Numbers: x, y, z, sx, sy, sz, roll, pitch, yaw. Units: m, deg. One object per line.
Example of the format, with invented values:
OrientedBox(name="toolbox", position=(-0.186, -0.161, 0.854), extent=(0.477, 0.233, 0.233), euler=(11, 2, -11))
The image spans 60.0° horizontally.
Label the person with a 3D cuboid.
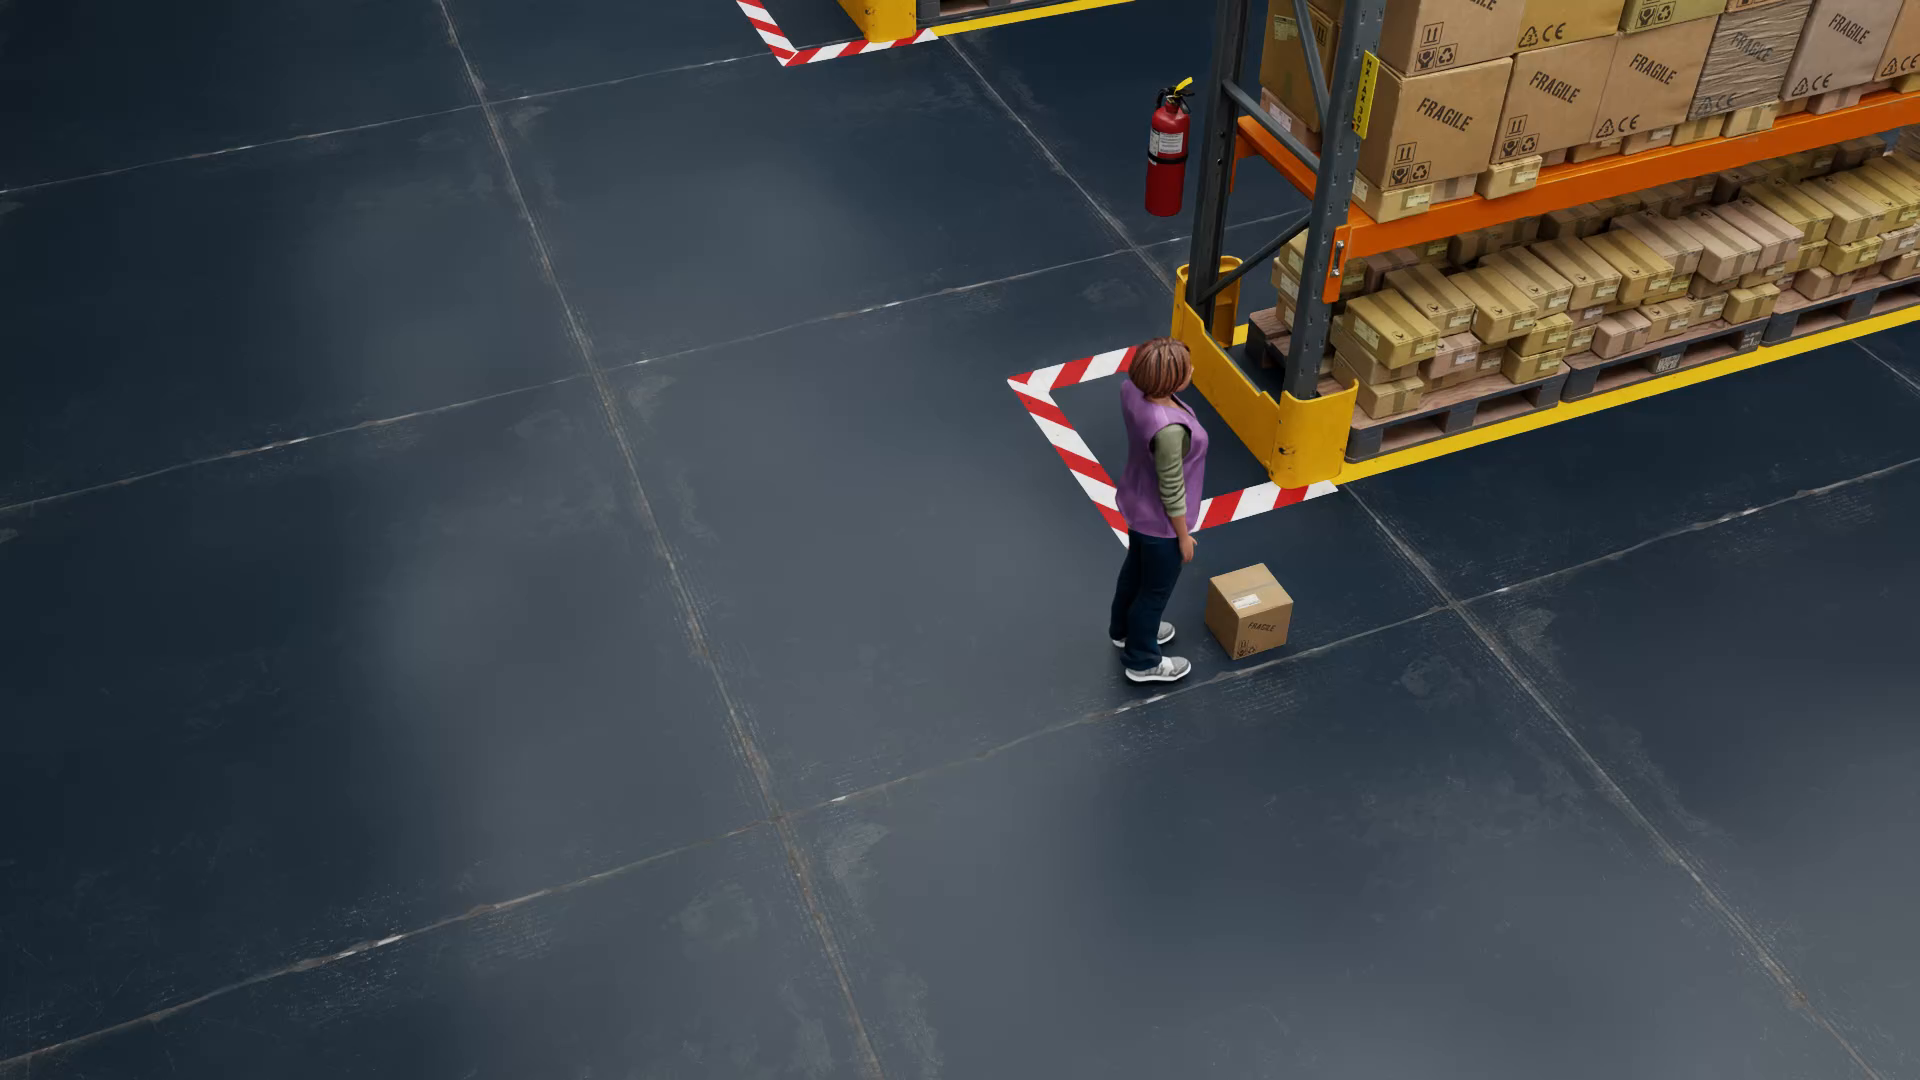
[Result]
OrientedBox(name="person", position=(0.739, -0.093, 6.259), extent=(0.303, 1.603, 0.407), euler=(-15, 44, -16))
